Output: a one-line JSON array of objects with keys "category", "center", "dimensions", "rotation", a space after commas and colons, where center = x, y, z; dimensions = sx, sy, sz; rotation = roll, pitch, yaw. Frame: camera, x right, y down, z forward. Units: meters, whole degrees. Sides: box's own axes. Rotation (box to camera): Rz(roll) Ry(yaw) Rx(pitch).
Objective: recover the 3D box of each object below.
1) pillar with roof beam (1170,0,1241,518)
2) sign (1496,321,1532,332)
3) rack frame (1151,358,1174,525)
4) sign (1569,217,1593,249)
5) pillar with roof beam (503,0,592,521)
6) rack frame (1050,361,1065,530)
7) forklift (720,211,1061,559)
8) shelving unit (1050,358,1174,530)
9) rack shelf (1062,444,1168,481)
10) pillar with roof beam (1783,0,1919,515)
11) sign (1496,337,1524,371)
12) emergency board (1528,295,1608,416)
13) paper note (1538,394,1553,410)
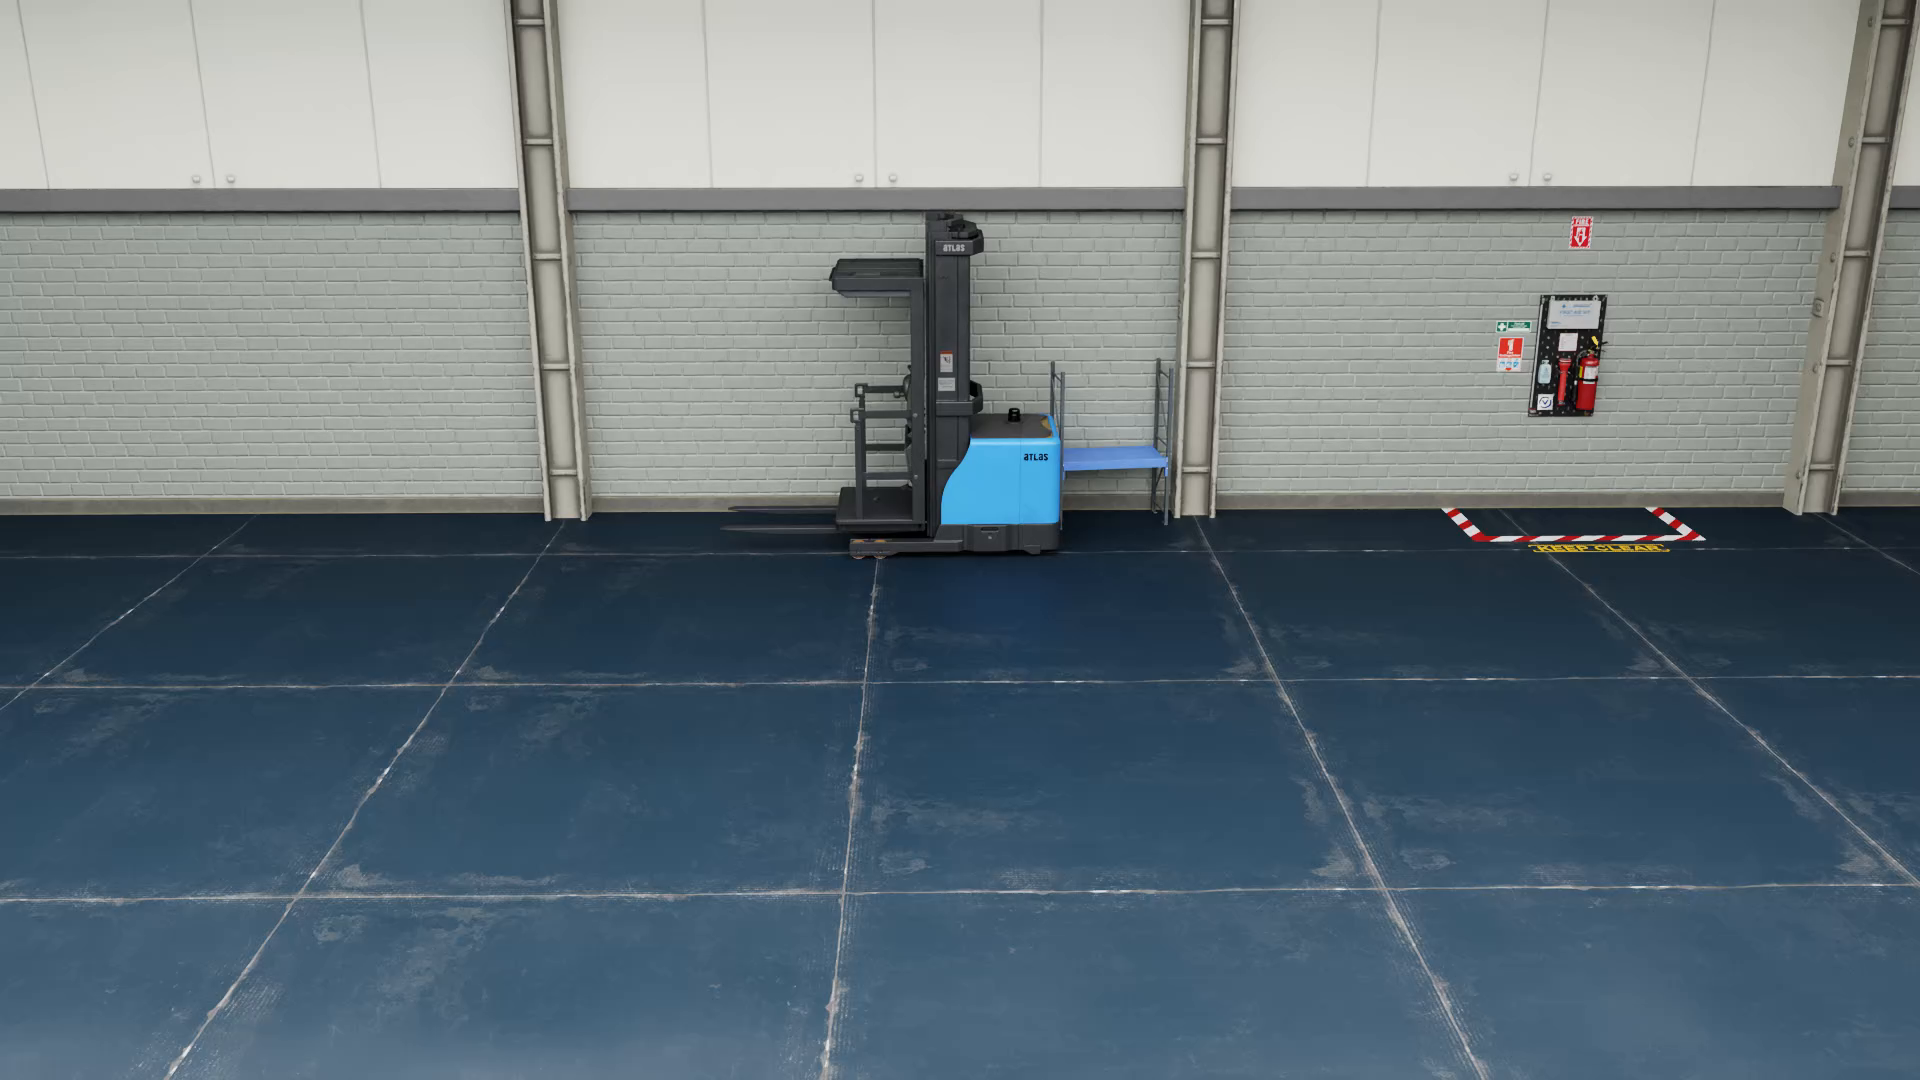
[{"category": "pillar with roof beam", "center": [2.313, -3.230, 10.586], "dimensions": [0.400, 9.000, 9.100], "rotation": [0, 18, -1]}, {"category": "sign", "center": [5.223, -2.012, 15.686], "dimensions": [0.331, 0.109, 0.001], "rotation": [0, 18, -1]}, {"category": "rack frame", "center": [1.908, -0.930, 15.694], "dimensions": [0.032, 1.500, 0.500], "rotation": [-3, 18, -8]}, {"category": "sign", "center": [5.763, -2.851, 15.431], "dimensions": [0.199, 0.298, 0.001], "rotation": [0, 18, -1]}, {"category": "pillar with roof beam", "center": [-3.687, -3.201, 10.496], "dimensions": [0.400, 9.000, 9.100], "rotation": [0, 18, -1]}, {"category": "rack frame", "center": [0.902, -0.884, 15.551], "dimensions": [0.032, 1.500, 0.500], "rotation": [-3, 18, -8]}, {"category": "forklift", "center": [-0.630, -1.392, 14.790], "dimensions": [3.031, 2.935, 1.130], "rotation": [0, 18, -1]}, {"category": "shelving unit", "center": [1.405, -0.907, 15.623], "dimensions": [1.048, 1.500, 0.538], "rotation": [-3, 18, -8]}, {"category": "rack shelf", "center": [1.405, -0.736, 15.677], "dimensions": [1.000, 0.185, 0.538], "rotation": [-3, 18, -8]}, {"category": "pillar with roof beam", "center": [8.312, -3.259, 10.677], "dimensions": [0.400, 9.000, 9.100], "rotation": [0, 18, -1]}, {"category": "sign", "center": [5.218, -1.763, 15.775], "dimensions": [0.234, 0.329, 0.001], "rotation": [0, 18, -1]}, {"category": "emergency board", "center": [5.772, -1.717, 15.691], "dimensions": [0.643, 1.169, 0.194], "rotation": [0, 18, -1]}, {"category": "paper note", "center": [5.594, -1.317, 15.888], "dimensions": [0.142, 0.148, 0.016], "rotation": [0, 18, -1]}]
